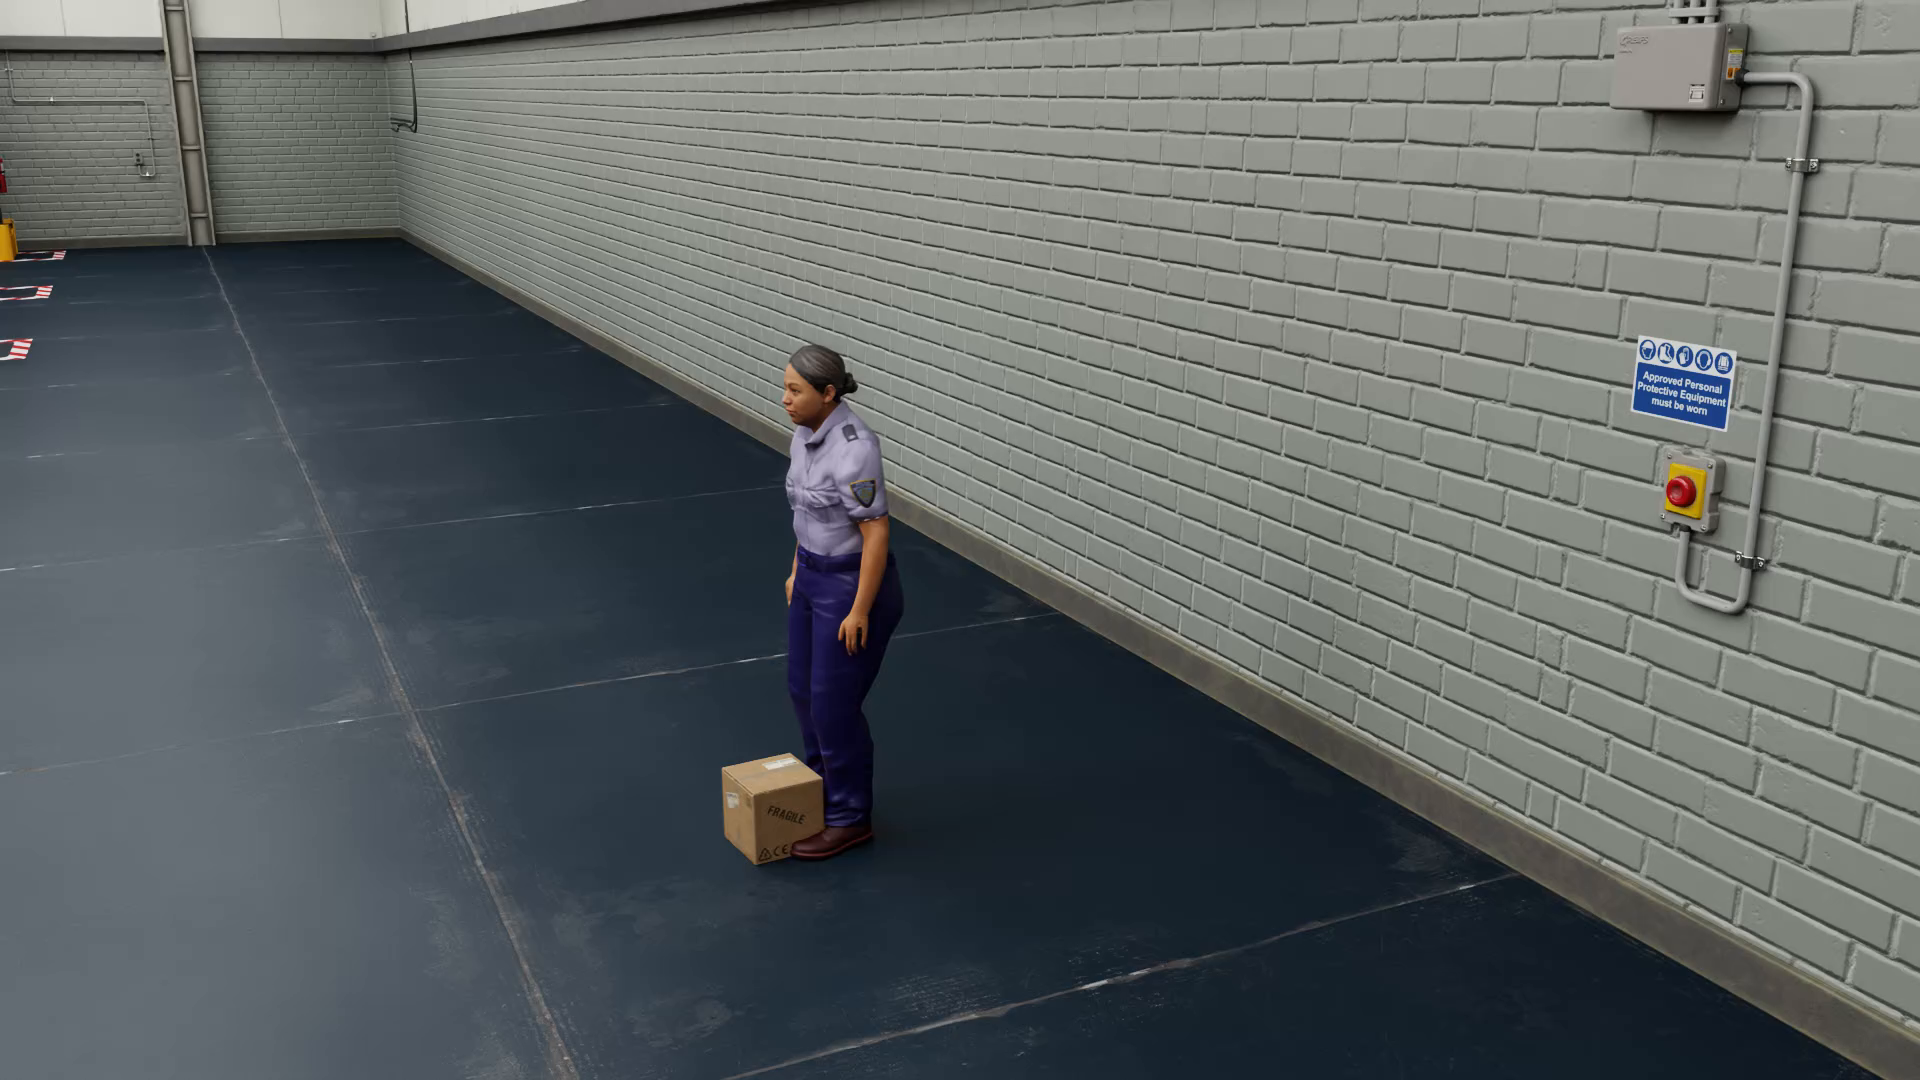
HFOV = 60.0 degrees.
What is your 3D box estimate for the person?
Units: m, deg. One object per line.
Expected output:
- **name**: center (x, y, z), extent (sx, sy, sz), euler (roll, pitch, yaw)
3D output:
- **person**: center (-0.421, 0.182, 5.371), extent (0.416, 1.652, 0.555), euler (-8, 17, -26)
